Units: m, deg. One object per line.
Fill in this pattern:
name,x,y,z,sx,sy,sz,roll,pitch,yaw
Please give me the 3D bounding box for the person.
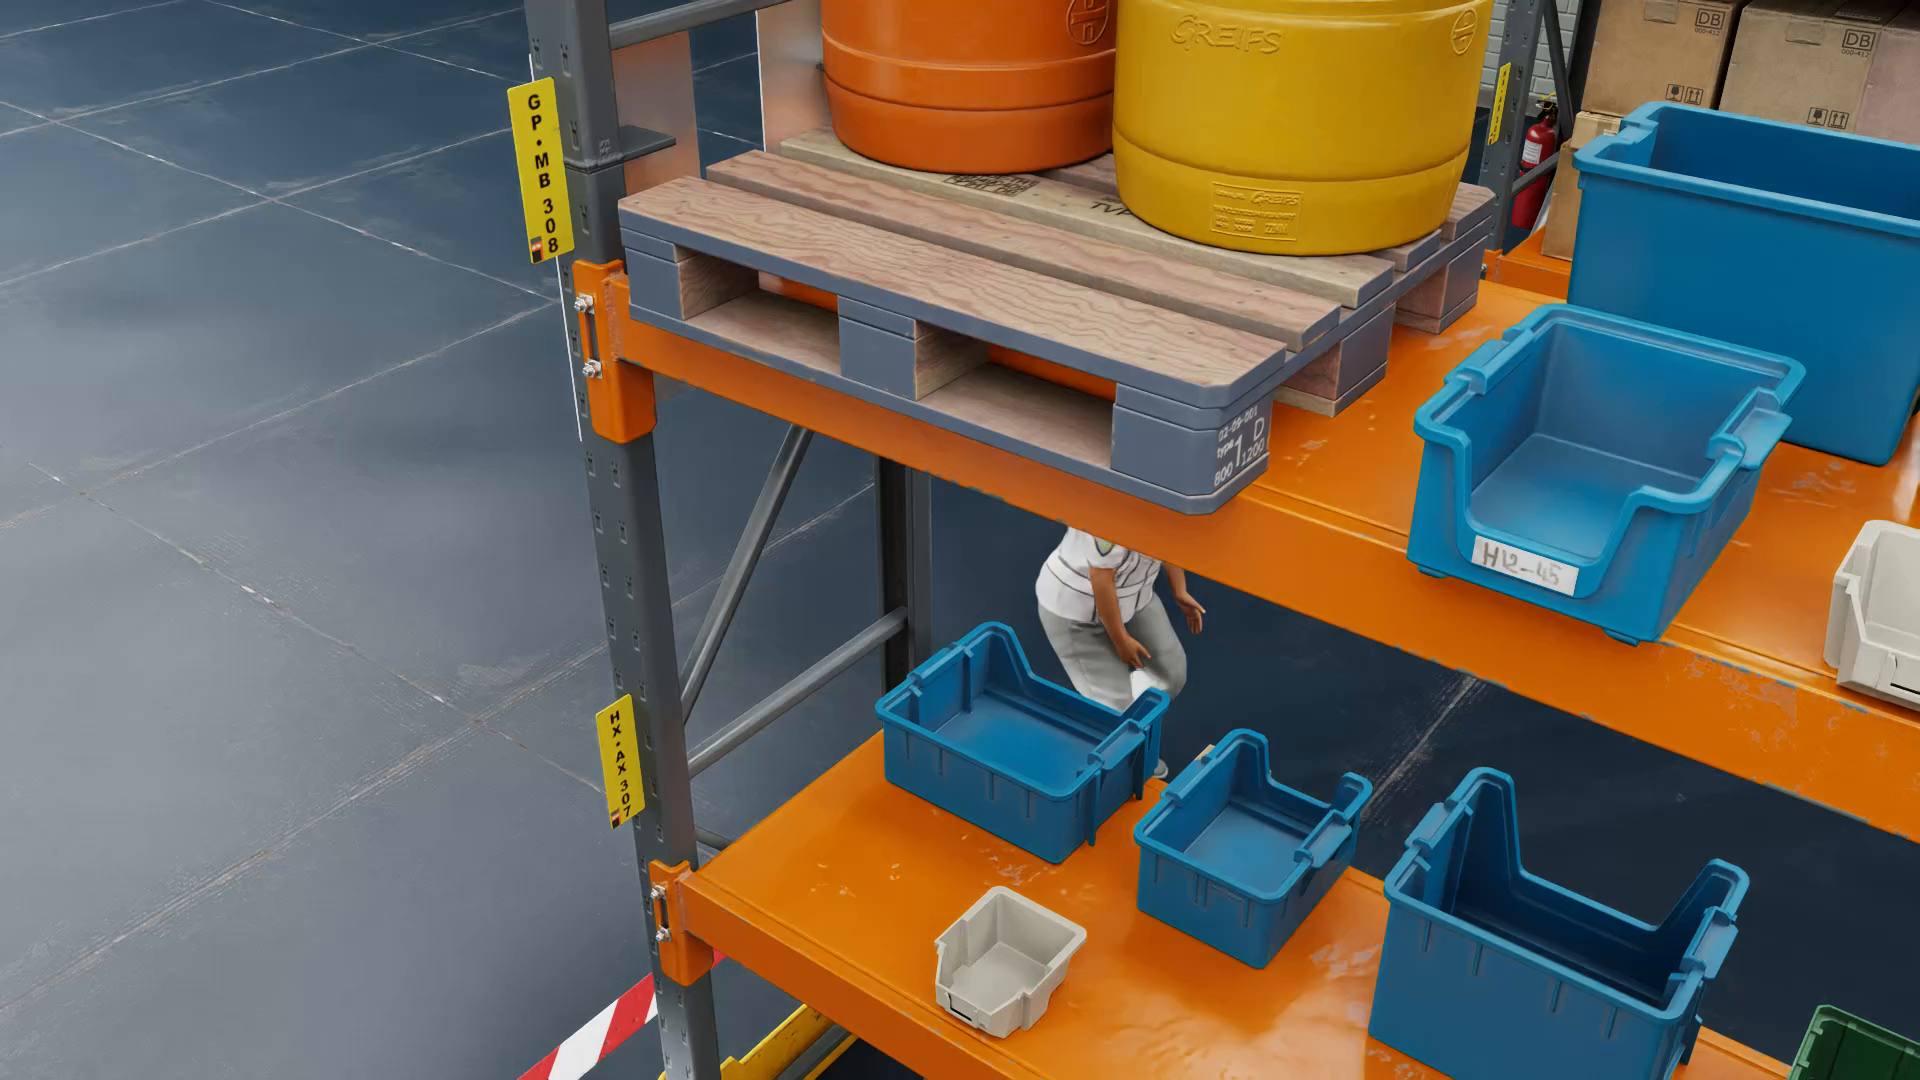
person,0.588,0.239,5.867,0.591,1.541,0.519,22,38,32
